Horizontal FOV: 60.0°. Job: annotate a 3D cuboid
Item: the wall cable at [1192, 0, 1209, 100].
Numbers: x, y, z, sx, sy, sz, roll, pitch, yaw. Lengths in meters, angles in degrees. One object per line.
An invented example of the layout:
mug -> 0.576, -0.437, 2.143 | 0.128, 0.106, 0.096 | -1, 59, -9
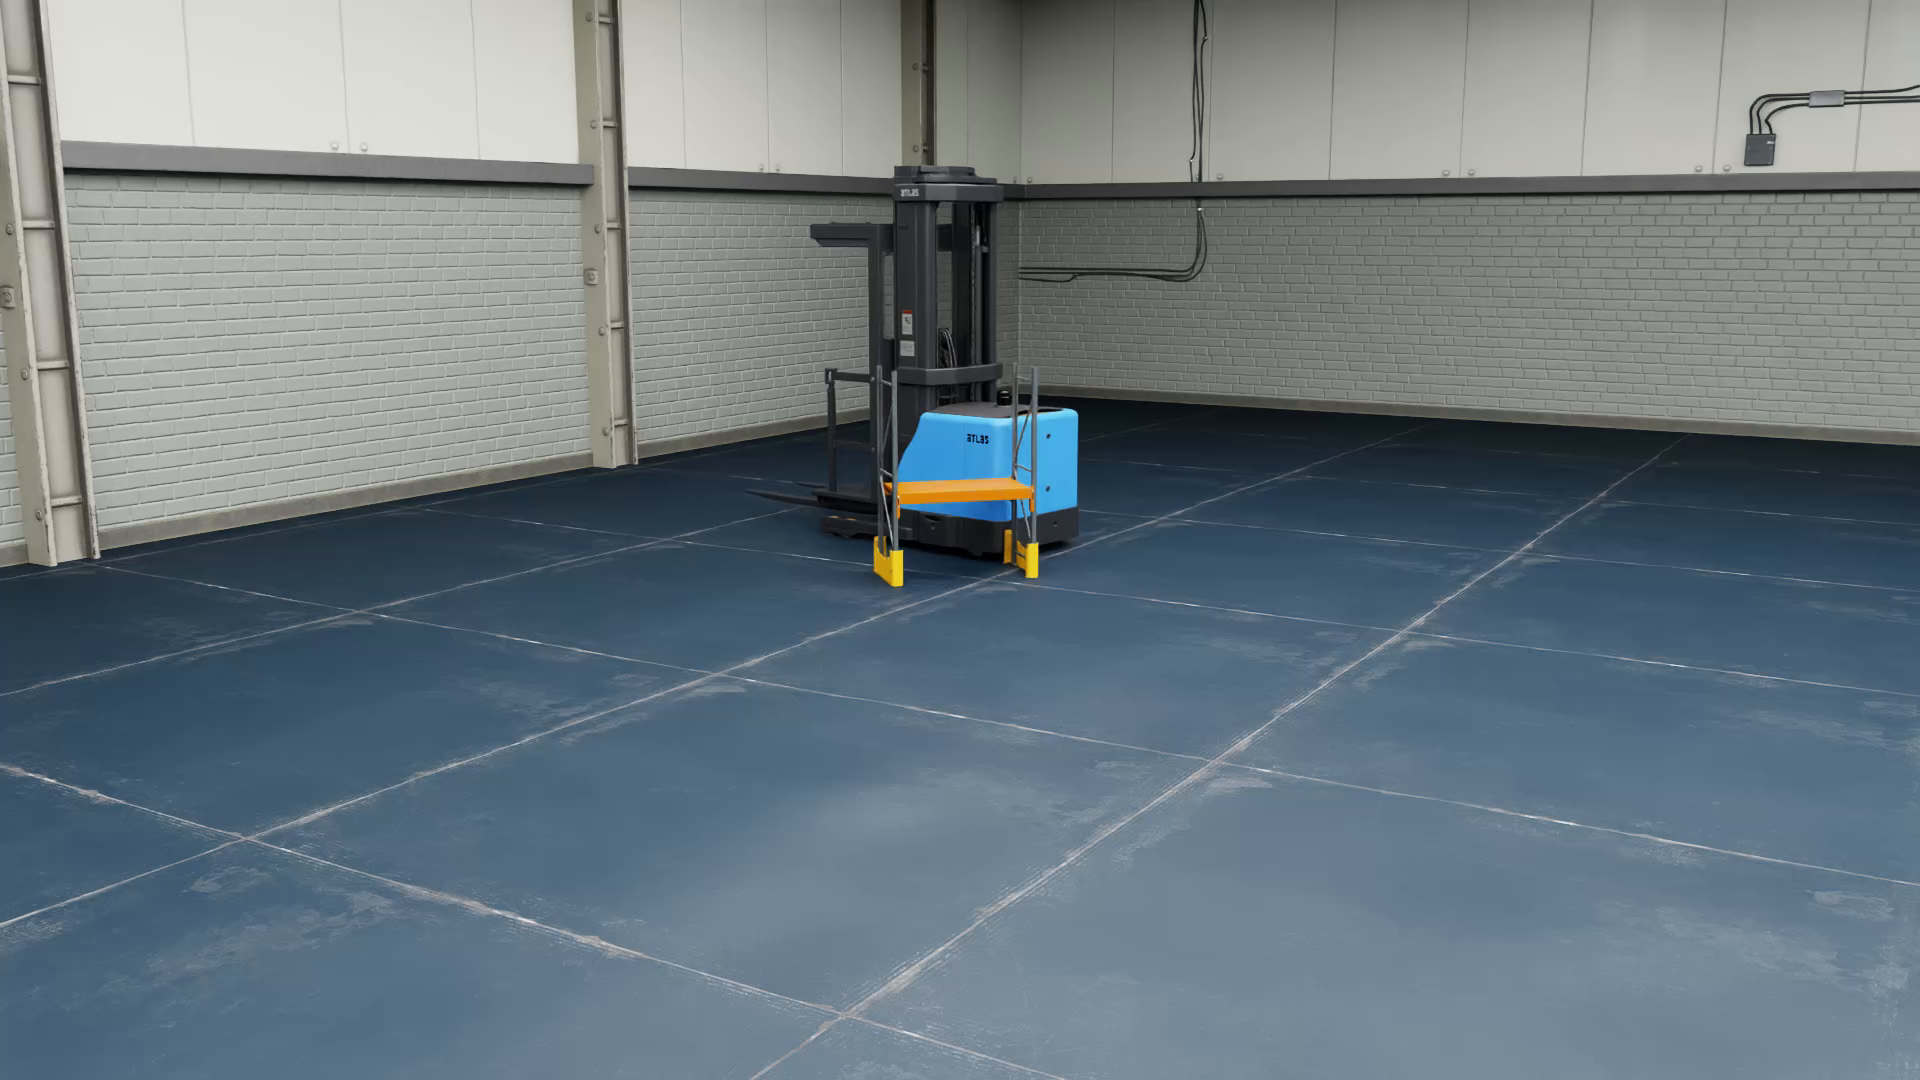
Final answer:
wall cable -> 4.432, -7.195, 22.061 | 3.097, 2.526, 0.112 | 6, 12, 31

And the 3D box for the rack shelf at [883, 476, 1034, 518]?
rack shelf -> -0.025, -0.314, 11.948 | 1.000, 0.185, 0.538 | -3, 11, -15

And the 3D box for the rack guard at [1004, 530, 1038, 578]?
rack guard -> 0.446, 0.099, 12.160 | 0.087, 0.250, 0.587 | -3, 11, -15

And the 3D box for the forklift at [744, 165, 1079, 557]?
forklift -> -0.511, -1.516, 13.503 | 3.031, 2.935, 1.130 | 9, 14, 40

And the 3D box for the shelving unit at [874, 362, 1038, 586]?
shelving unit -> -0.033, -0.490, 11.912 | 1.083, 1.500, 0.587 | -3, 11, -15

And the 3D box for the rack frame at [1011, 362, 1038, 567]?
rack frame -> 0.465, -0.516, 12.050 | 0.032, 1.500, 0.500 | -3, 11, -15

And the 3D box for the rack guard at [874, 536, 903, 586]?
rack guard -> -0.513, 0.149, 11.894 | 0.087, 0.250, 0.587 | -3, 11, -15

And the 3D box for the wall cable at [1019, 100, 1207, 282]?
wall cable -> 2.120, -4.971, 23.906 | 3.097, 2.526, 0.112 | 6, 12, 31

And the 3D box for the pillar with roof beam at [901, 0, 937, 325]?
pillar with roof beam -> 3.139, -5.749, 19.623 | 9.100, 9.000, 0.400 | 6, 12, 31

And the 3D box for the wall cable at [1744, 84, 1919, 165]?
wall cable -> 10.225, -7.260, 18.449 | 2.305, 6.003, 0.169 | 6, 12, 31

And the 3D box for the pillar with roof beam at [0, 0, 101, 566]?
pillar with roof beam -> -3.091, -3.862, 9.543 | 9.100, 9.000, 0.400 | 6, 12, 31

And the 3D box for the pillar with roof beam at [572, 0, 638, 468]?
pillar with roof beam -> 0.024, -4.806, 14.583 | 9.100, 9.000, 0.400 | 6, 12, 31

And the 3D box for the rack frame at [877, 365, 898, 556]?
rack frame -> -0.514, -0.465, 11.779 | 0.032, 1.500, 0.500 | -3, 11, -15
